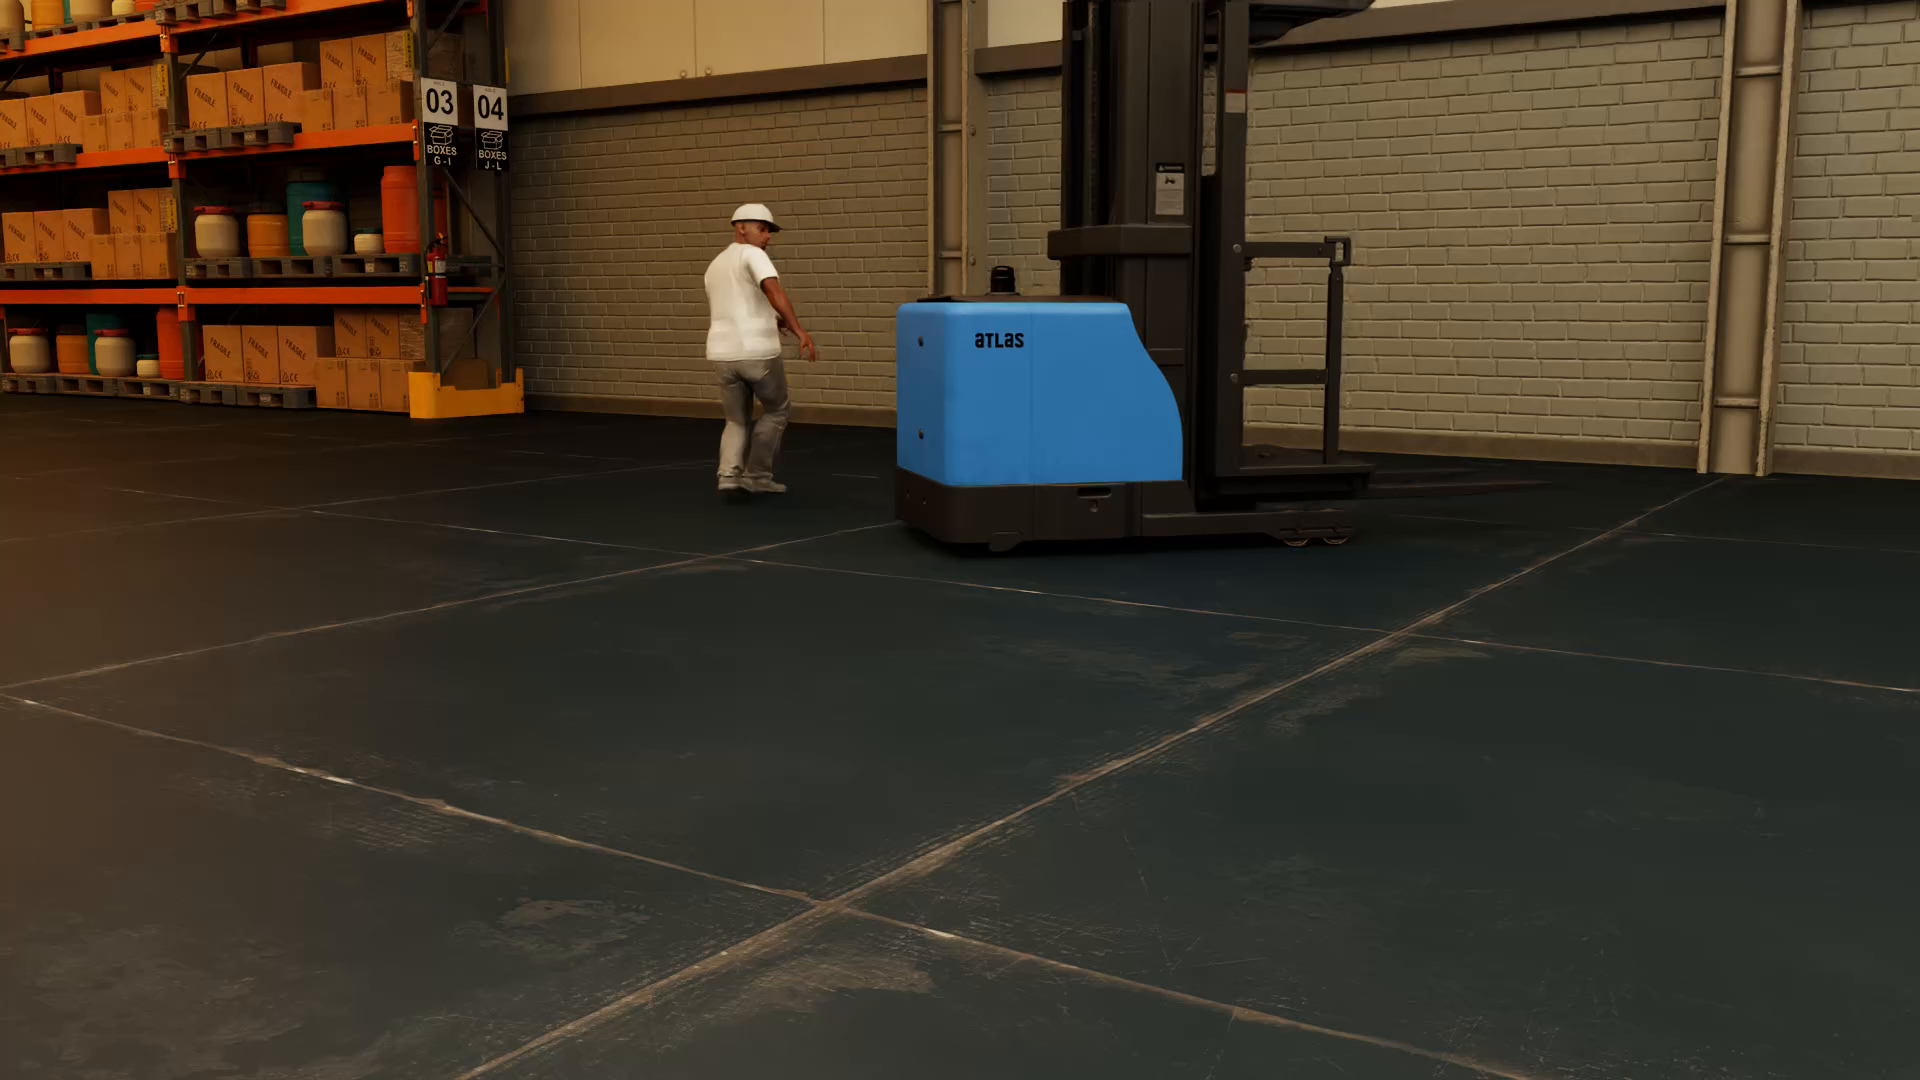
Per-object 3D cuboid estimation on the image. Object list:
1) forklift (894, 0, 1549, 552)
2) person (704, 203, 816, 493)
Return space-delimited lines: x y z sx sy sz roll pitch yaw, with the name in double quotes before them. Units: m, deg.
"forklift" 1.265 -1.490 7.670 3.031 2.935 1.130 -2 8 -15
"person" -1.038 -1.039 9.209 0.882 1.633 0.843 5 9 30
